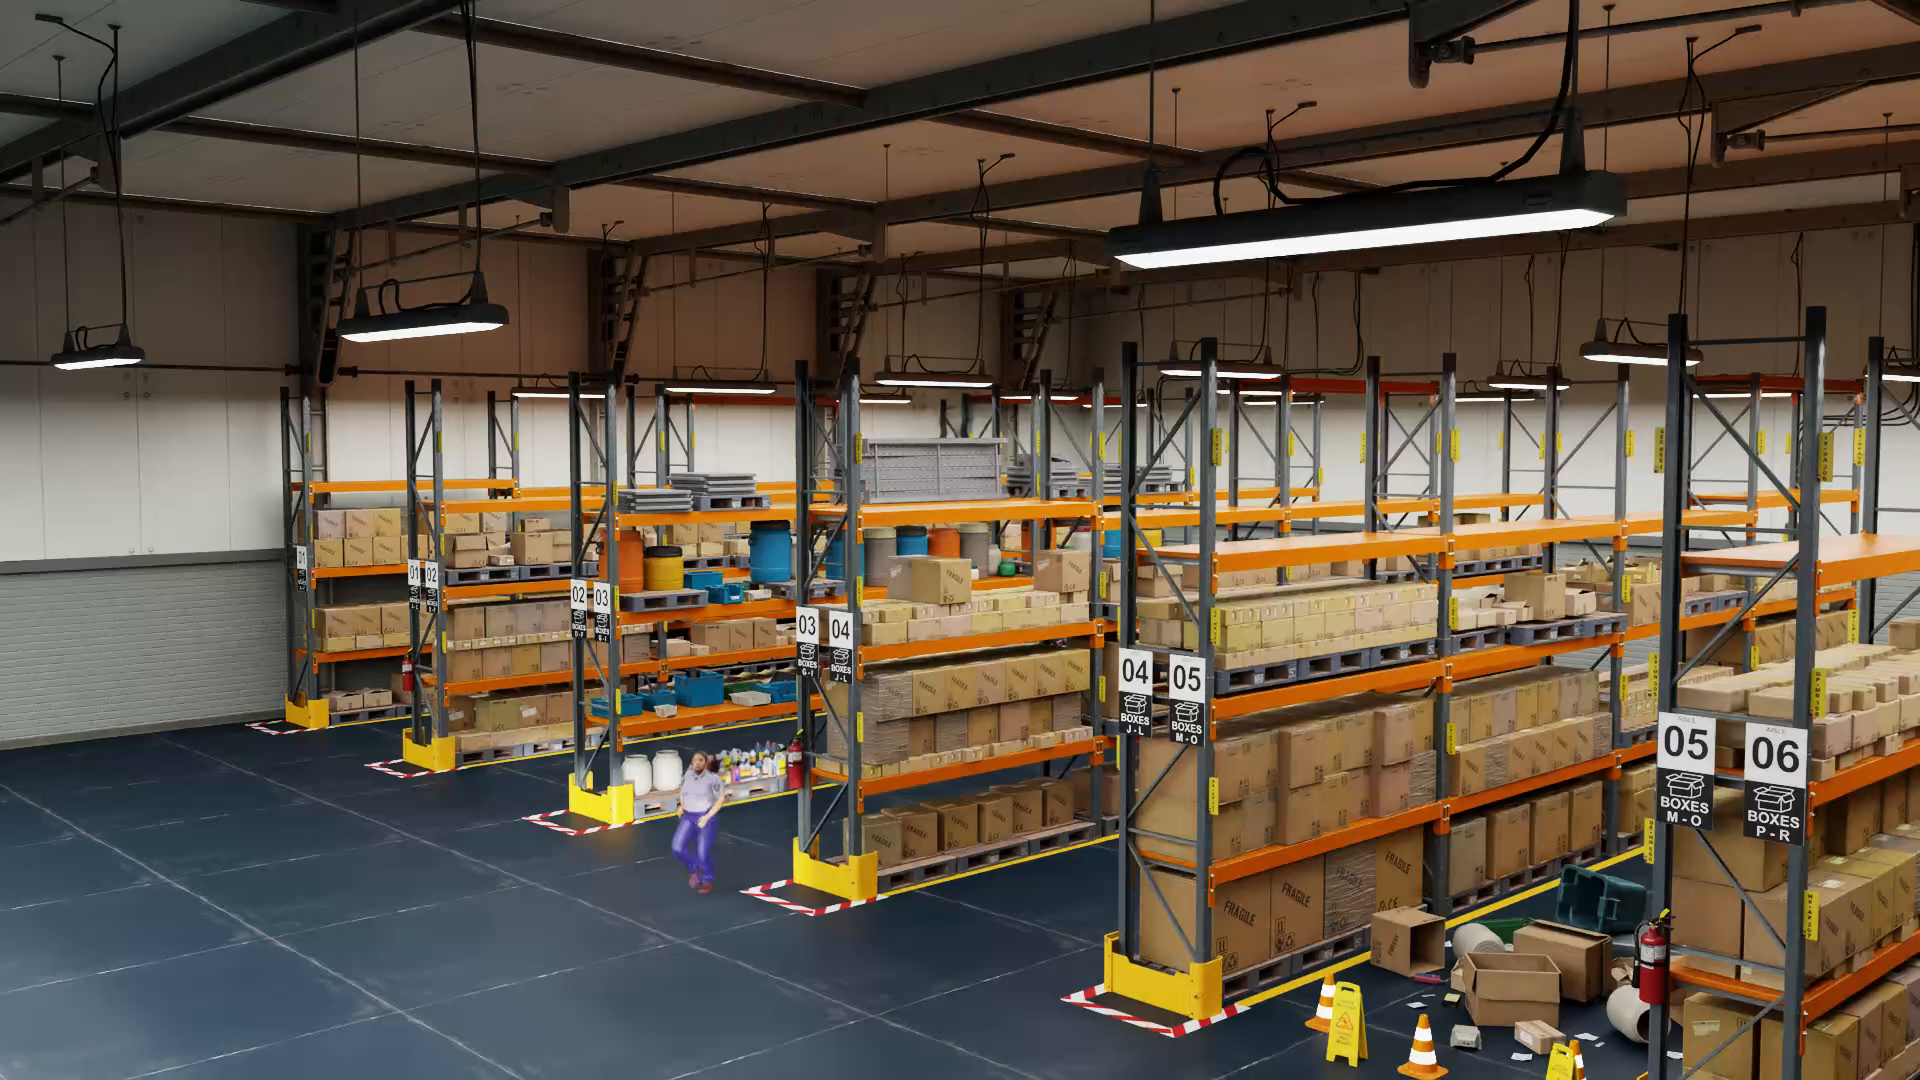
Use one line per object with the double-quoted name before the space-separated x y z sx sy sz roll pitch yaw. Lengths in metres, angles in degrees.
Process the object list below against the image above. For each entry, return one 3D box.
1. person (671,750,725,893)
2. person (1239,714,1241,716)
"person" -2.960 3.210 18.680 0.630 1.529 0.542 2 4 24
"person" 3.582 2.981 20.521 0.670 1.809 0.750 3 5 43
